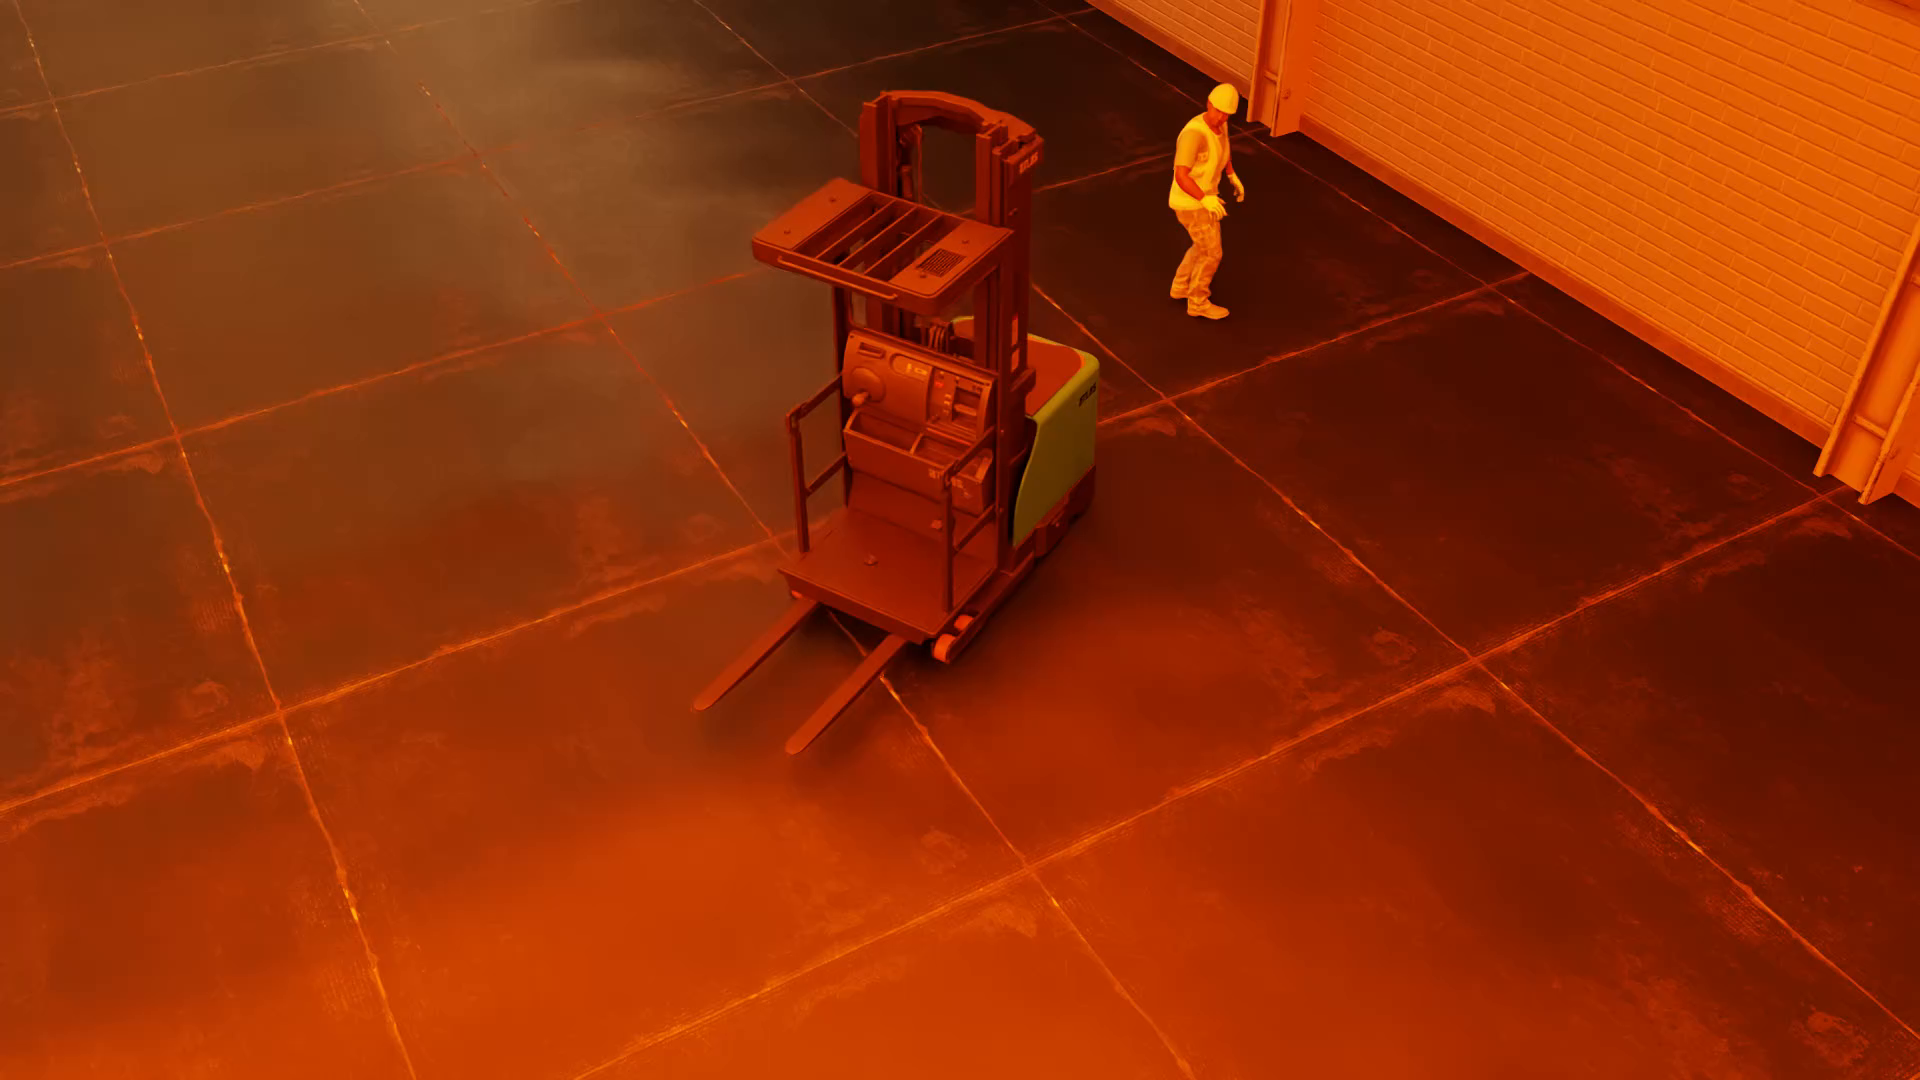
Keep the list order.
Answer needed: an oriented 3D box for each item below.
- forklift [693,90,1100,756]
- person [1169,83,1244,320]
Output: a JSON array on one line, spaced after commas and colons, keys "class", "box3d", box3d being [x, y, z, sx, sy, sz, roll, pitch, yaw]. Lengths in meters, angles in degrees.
[{"class": "forklift", "box3d": [-0.349, -0.770, 8.965, 1.130, 2.935, 3.031, 22, 44, 24]}, {"class": "person", "box3d": [1.785, -2.441, 11.937, 0.524, 1.723, 0.776, 13, 41, 15]}]
